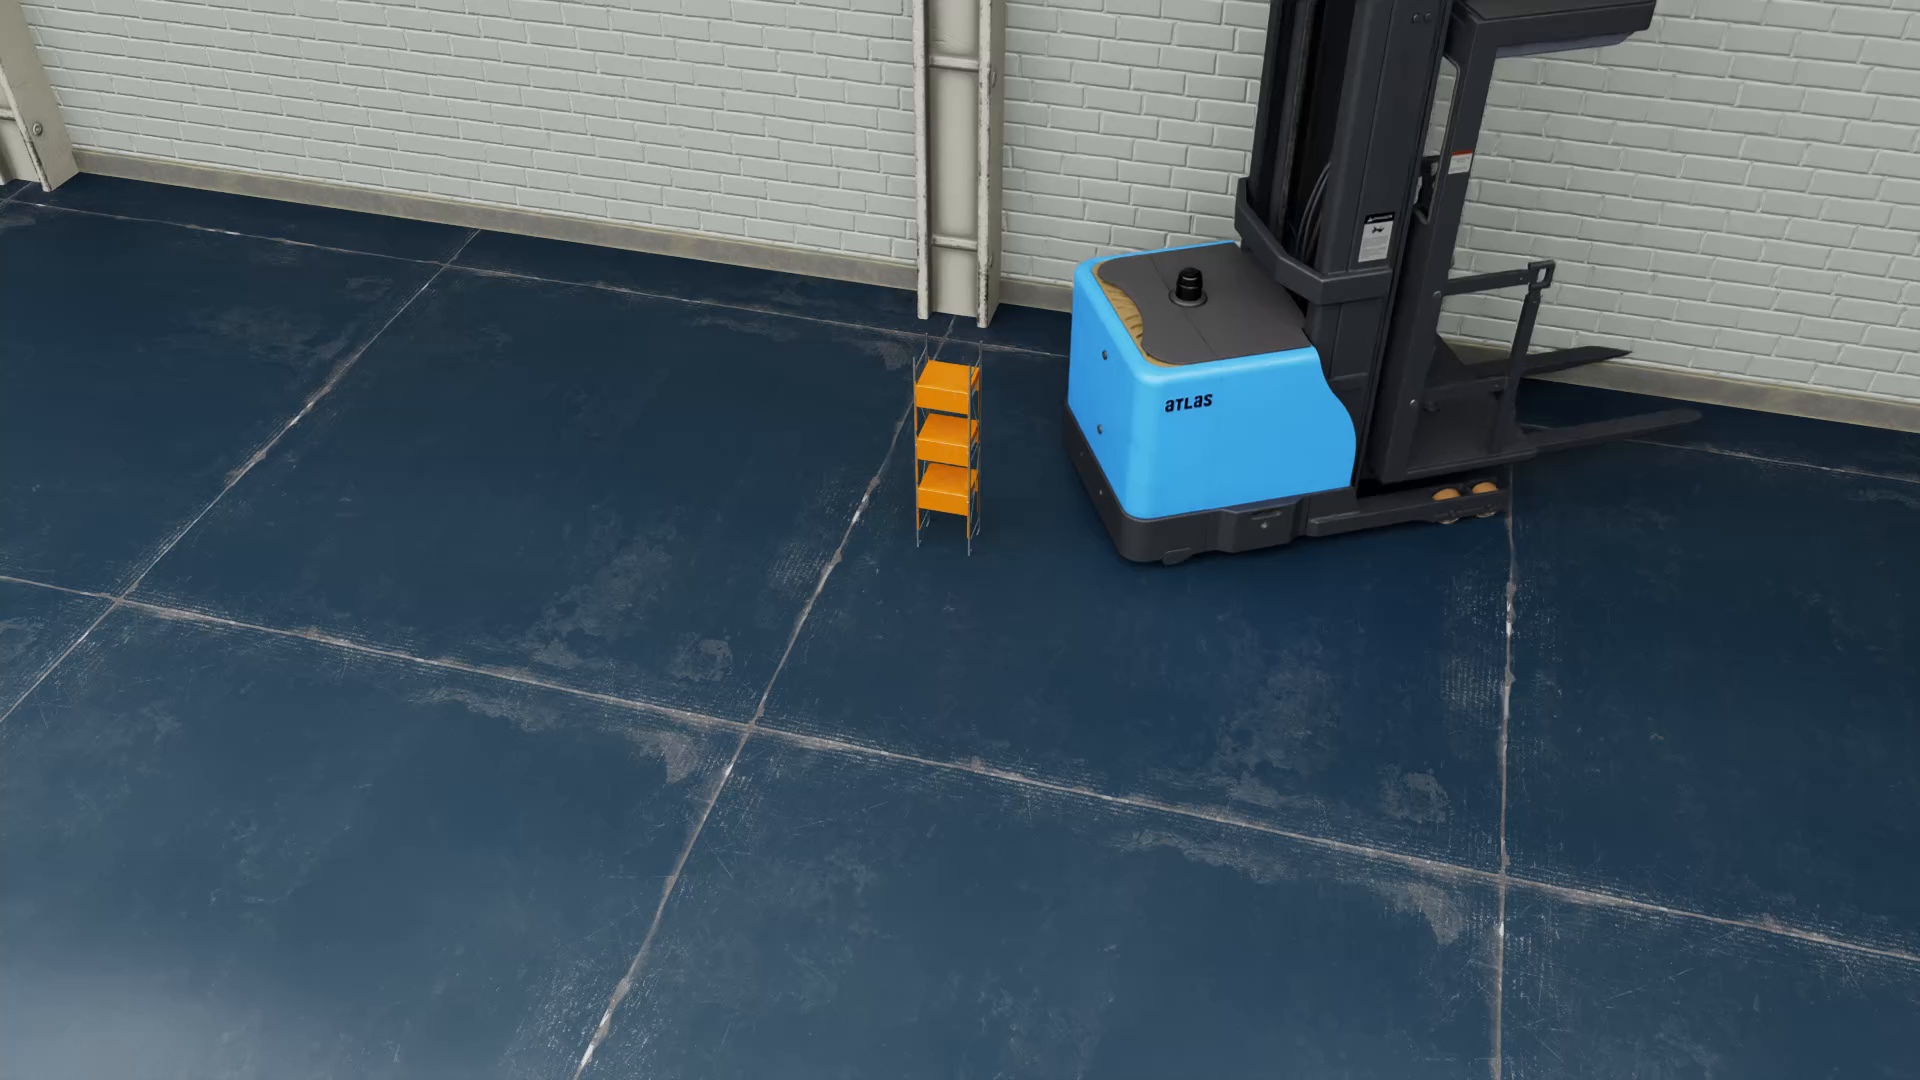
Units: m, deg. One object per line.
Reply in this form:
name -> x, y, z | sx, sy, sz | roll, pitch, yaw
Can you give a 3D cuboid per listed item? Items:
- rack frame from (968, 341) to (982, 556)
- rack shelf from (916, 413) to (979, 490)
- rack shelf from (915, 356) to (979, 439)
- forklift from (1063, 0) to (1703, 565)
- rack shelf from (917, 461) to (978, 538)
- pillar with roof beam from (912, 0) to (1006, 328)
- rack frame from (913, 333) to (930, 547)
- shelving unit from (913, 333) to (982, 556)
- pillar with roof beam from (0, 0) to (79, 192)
rack frame -> 0.066, -0.391, 7.399 | 0.008, 1.050, 0.200 | 10, 41, 11
rack shelf -> -0.052, -0.403, 7.430 | 0.240, 0.259, 0.215 | 10, 41, 11
rack shelf -> -0.052, -0.620, 7.247 | 0.240, 0.259, 0.215 | 10, 41, 11
forklift -> 2.083, -1.519, 7.280 | 3.031, 2.935, 1.130 | -9, 41, -11
rack shelf -> -0.052, -0.190, 7.608 | 0.240, 0.259, 0.215 | 10, 41, 11
pillar with roof beam -> -1.116, -2.065, 3.212 | 0.400, 9.000, 9.100 | 10, 41, 11
rack frame -> -0.170, -0.431, 7.447 | 0.008, 1.050, 0.200 | 10, 41, 11
shelving unit -> -0.052, -0.411, 7.423 | 0.252, 1.050, 0.215 | 10, 41, 11
pillar with roof beam -> -6.912, -3.062, 4.399 | 0.400, 9.000, 9.100 | 10, 41, 11
